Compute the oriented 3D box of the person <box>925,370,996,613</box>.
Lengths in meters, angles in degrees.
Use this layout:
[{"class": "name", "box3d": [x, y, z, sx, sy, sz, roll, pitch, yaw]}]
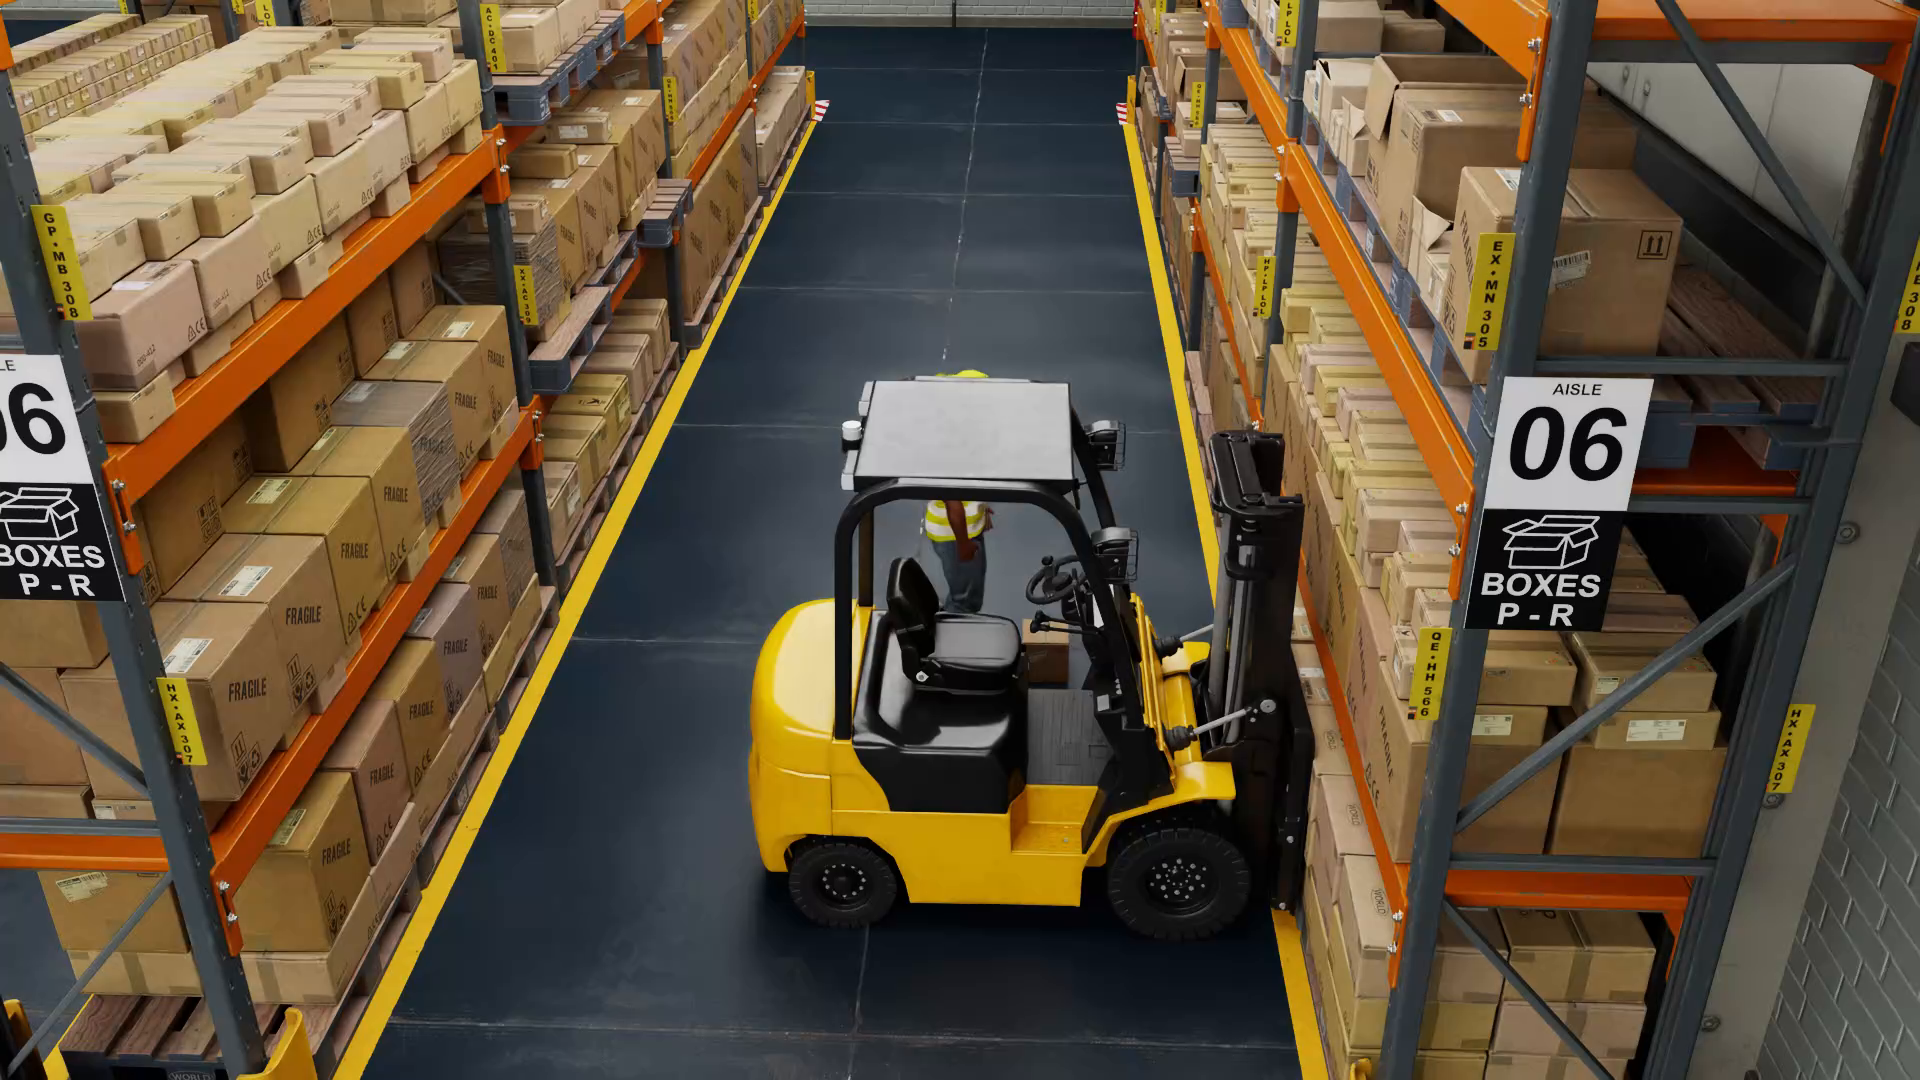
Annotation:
[{"class": "person", "box3d": [0.013, -0.076, 8.759, 0.390, 1.747, 0.575, 2, 28, 3]}]
